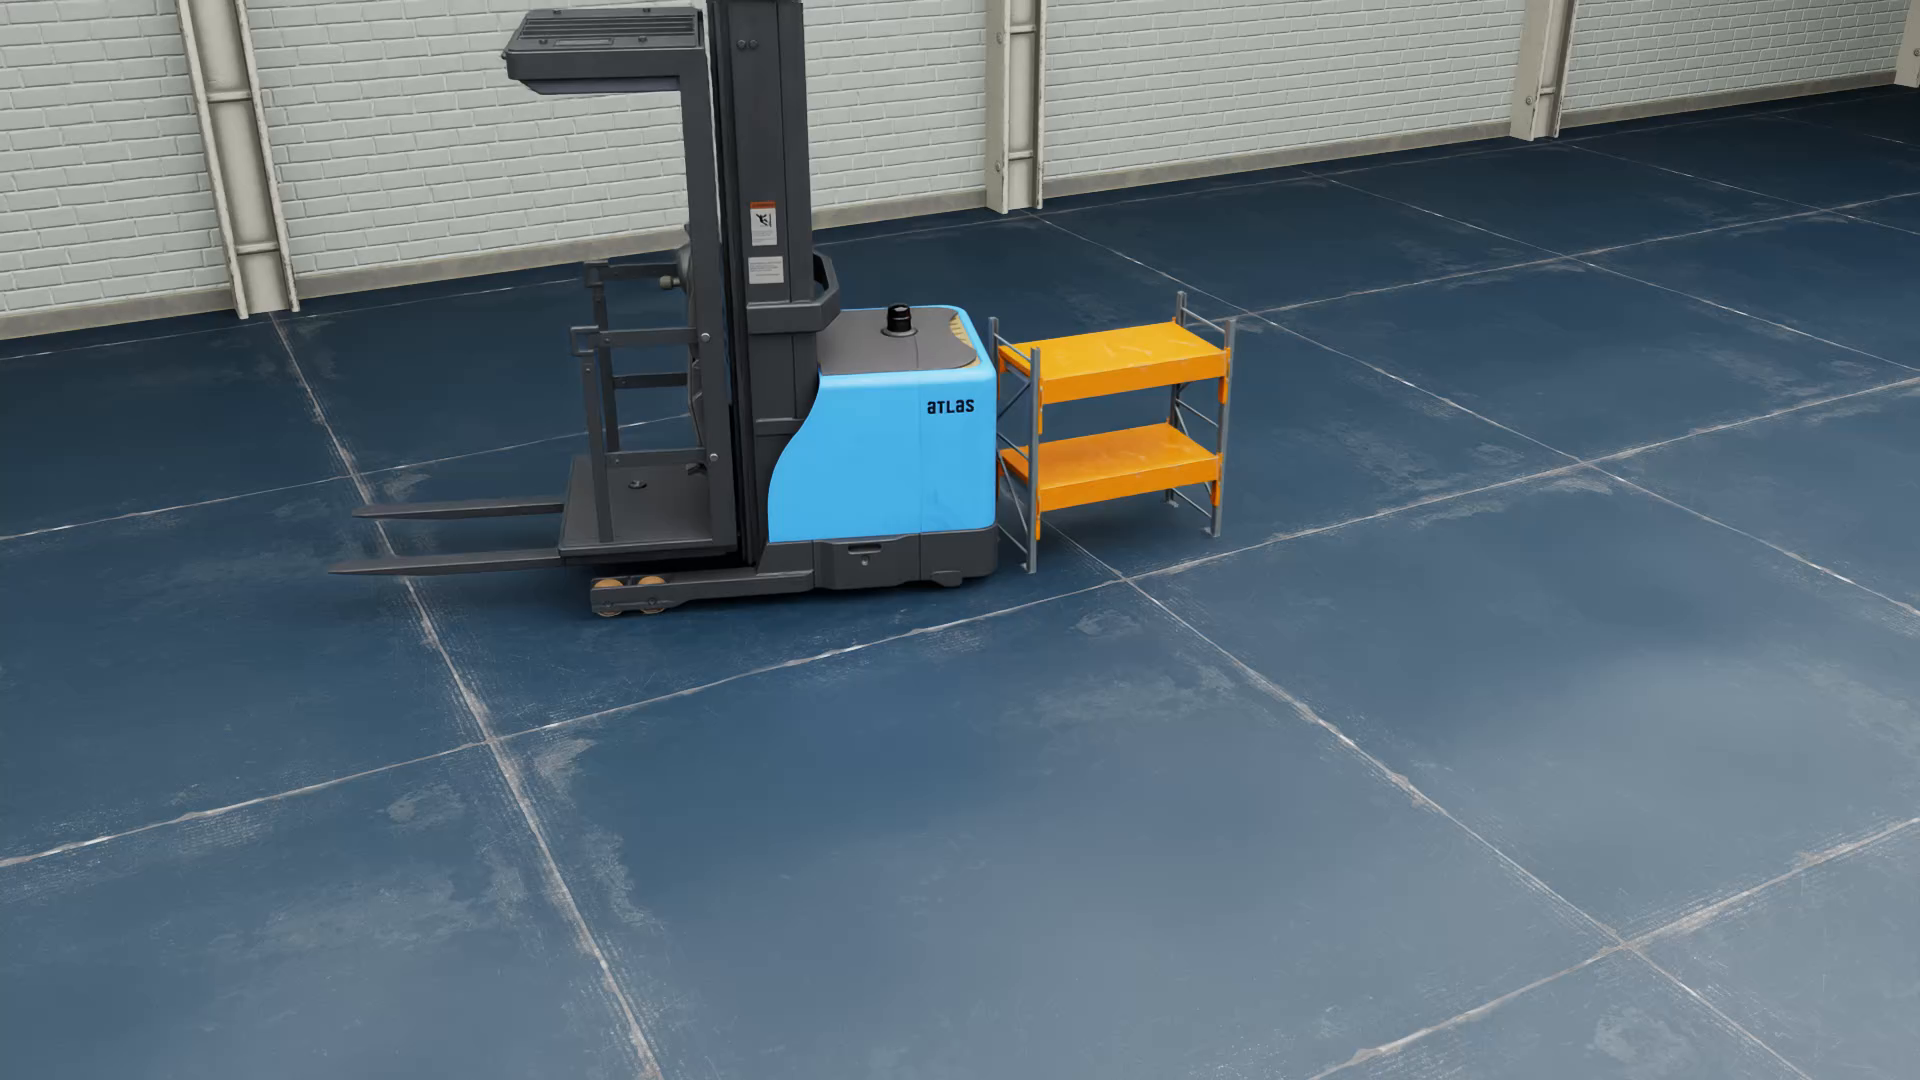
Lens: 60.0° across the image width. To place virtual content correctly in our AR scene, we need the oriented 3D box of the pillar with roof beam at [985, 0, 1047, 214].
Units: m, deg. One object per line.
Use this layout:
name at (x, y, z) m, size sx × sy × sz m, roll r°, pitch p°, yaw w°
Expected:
pillar with roof beam at (2.483, -5.249, 8.785) m, size 0.400 × 9.000 × 9.100 m, roll -13°, pitch 29°, yaw -25°

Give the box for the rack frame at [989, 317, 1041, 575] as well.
rack frame at (0.248, -0.444, 7.875) m, size 0.032 × 1.125 × 0.500 m, roll -11°, pitch 28°, yaw -21°

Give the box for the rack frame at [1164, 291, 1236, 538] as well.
rack frame at (1.181, -0.619, 8.240) m, size 0.032 × 1.125 × 0.500 m, roll -11°, pitch 28°, yaw -21°

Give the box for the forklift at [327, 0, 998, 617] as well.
forklift at (-1.386, -1.219, 7.403) m, size 3.031 × 2.935 × 1.130 m, roll -4°, pitch 26°, yaw -8°

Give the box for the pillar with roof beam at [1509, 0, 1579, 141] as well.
pillar with roof beam at (7.777, -6.471, 11.330) m, size 0.400 × 9.000 × 9.100 m, roll -13°, pitch 29°, yaw -25°

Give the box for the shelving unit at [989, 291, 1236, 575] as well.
shelving unit at (0.715, -0.532, 8.058) m, size 1.048 × 1.125 × 0.538 m, roll -11°, pitch 28°, yaw -21°

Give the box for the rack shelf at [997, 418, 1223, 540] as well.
rack shelf at (0.715, -0.311, 8.163) m, size 1.000 × 0.278 × 0.538 m, roll -11°, pitch 28°, yaw -21°

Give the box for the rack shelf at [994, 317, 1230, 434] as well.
rack shelf at (0.715, -0.795, 7.931) m, size 1.000 × 0.278 × 0.538 m, roll -11°, pitch 28°, yaw -21°

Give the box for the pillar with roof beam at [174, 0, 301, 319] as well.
pillar with roof beam at (-2.811, -4.027, 6.240) m, size 0.400 × 9.000 × 9.100 m, roll -13°, pitch 29°, yaw -25°

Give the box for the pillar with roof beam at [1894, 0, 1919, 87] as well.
pillar with roof beam at (13.071, -7.693, 13.875) m, size 0.400 × 9.000 × 9.100 m, roll -13°, pitch 29°, yaw -25°
